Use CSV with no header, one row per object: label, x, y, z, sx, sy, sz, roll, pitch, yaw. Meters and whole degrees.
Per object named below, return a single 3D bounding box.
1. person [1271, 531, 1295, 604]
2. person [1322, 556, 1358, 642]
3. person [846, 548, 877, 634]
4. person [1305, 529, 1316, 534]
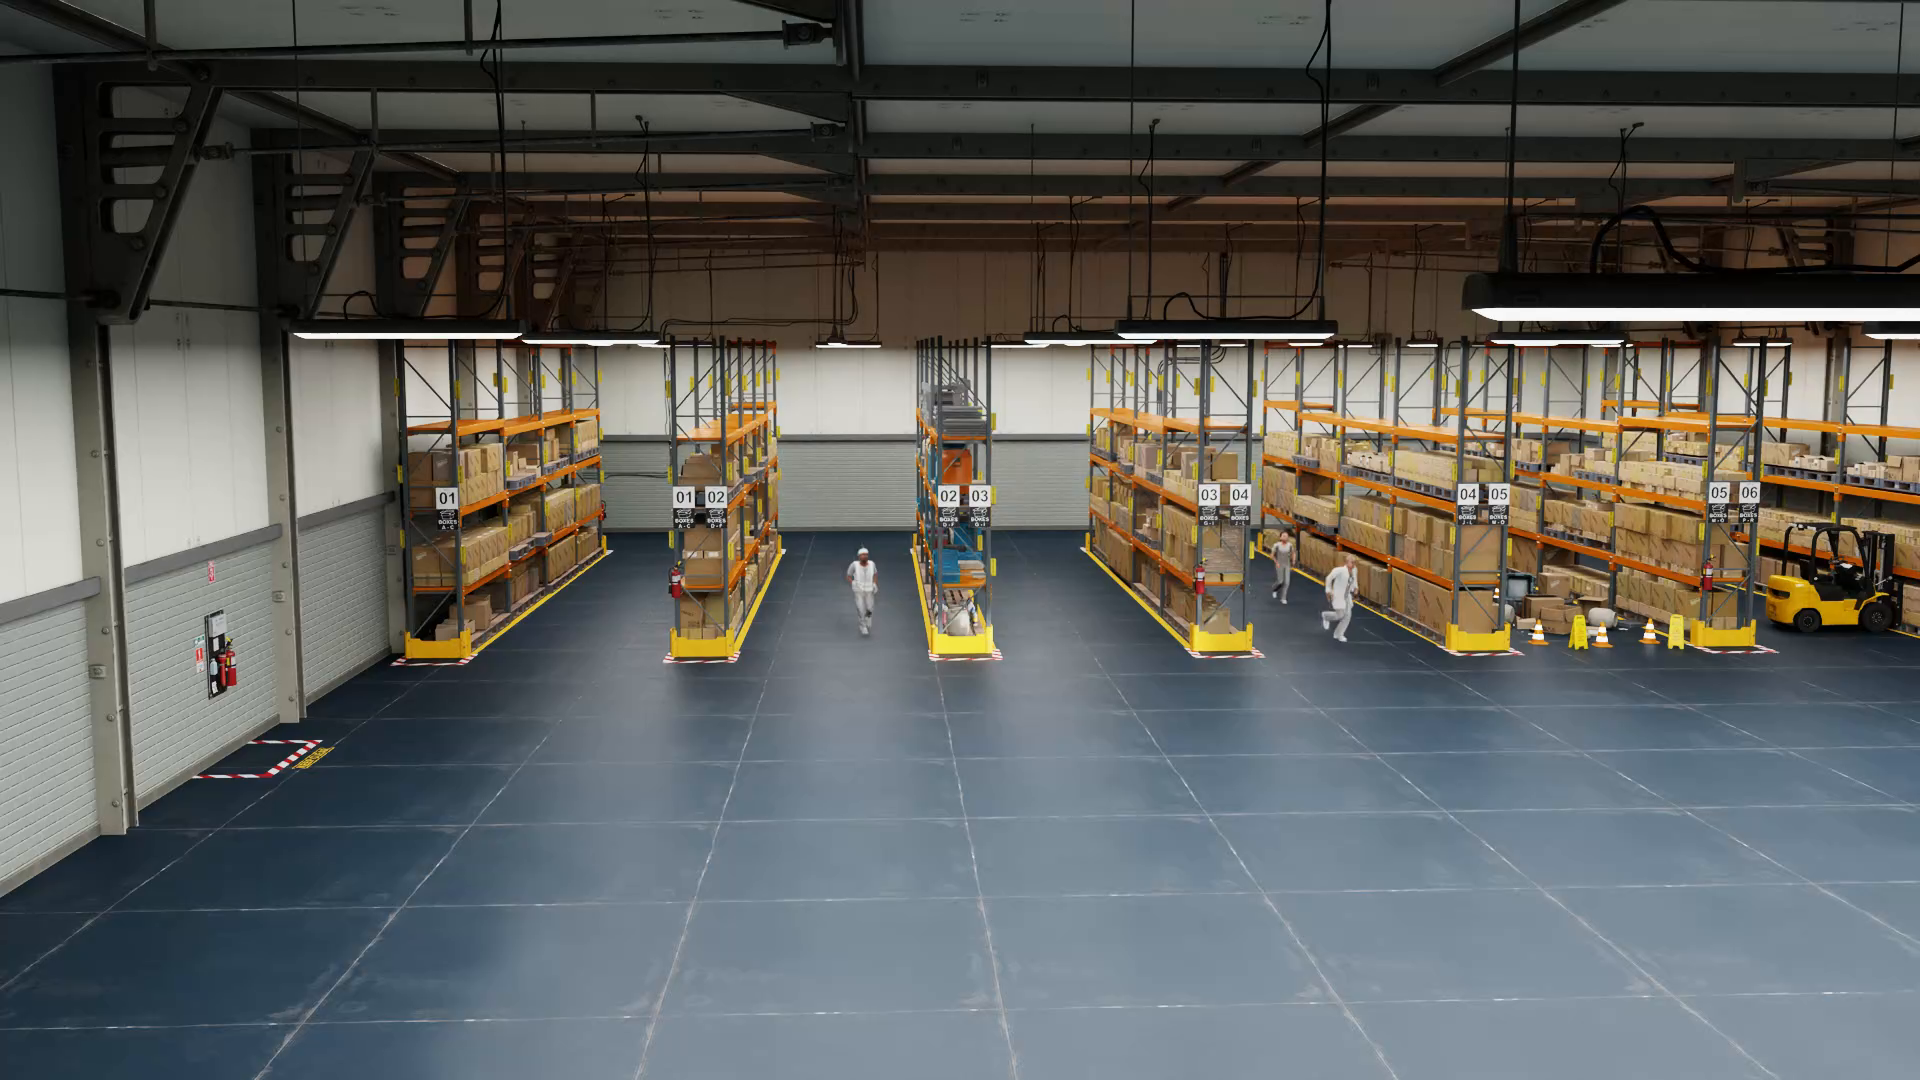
person,7.375,0.605,37.993,0.585,1.647,0.605,-1,7,-9
person,7.544,1.142,33.088,0.706,1.718,0.812,-4,8,-34
person,-1.973,1.035,33.715,0.667,1.746,0.633,-2,7,-16
person,10.370,-0.583,48.472,0.615,1.674,0.816,-6,9,-43
